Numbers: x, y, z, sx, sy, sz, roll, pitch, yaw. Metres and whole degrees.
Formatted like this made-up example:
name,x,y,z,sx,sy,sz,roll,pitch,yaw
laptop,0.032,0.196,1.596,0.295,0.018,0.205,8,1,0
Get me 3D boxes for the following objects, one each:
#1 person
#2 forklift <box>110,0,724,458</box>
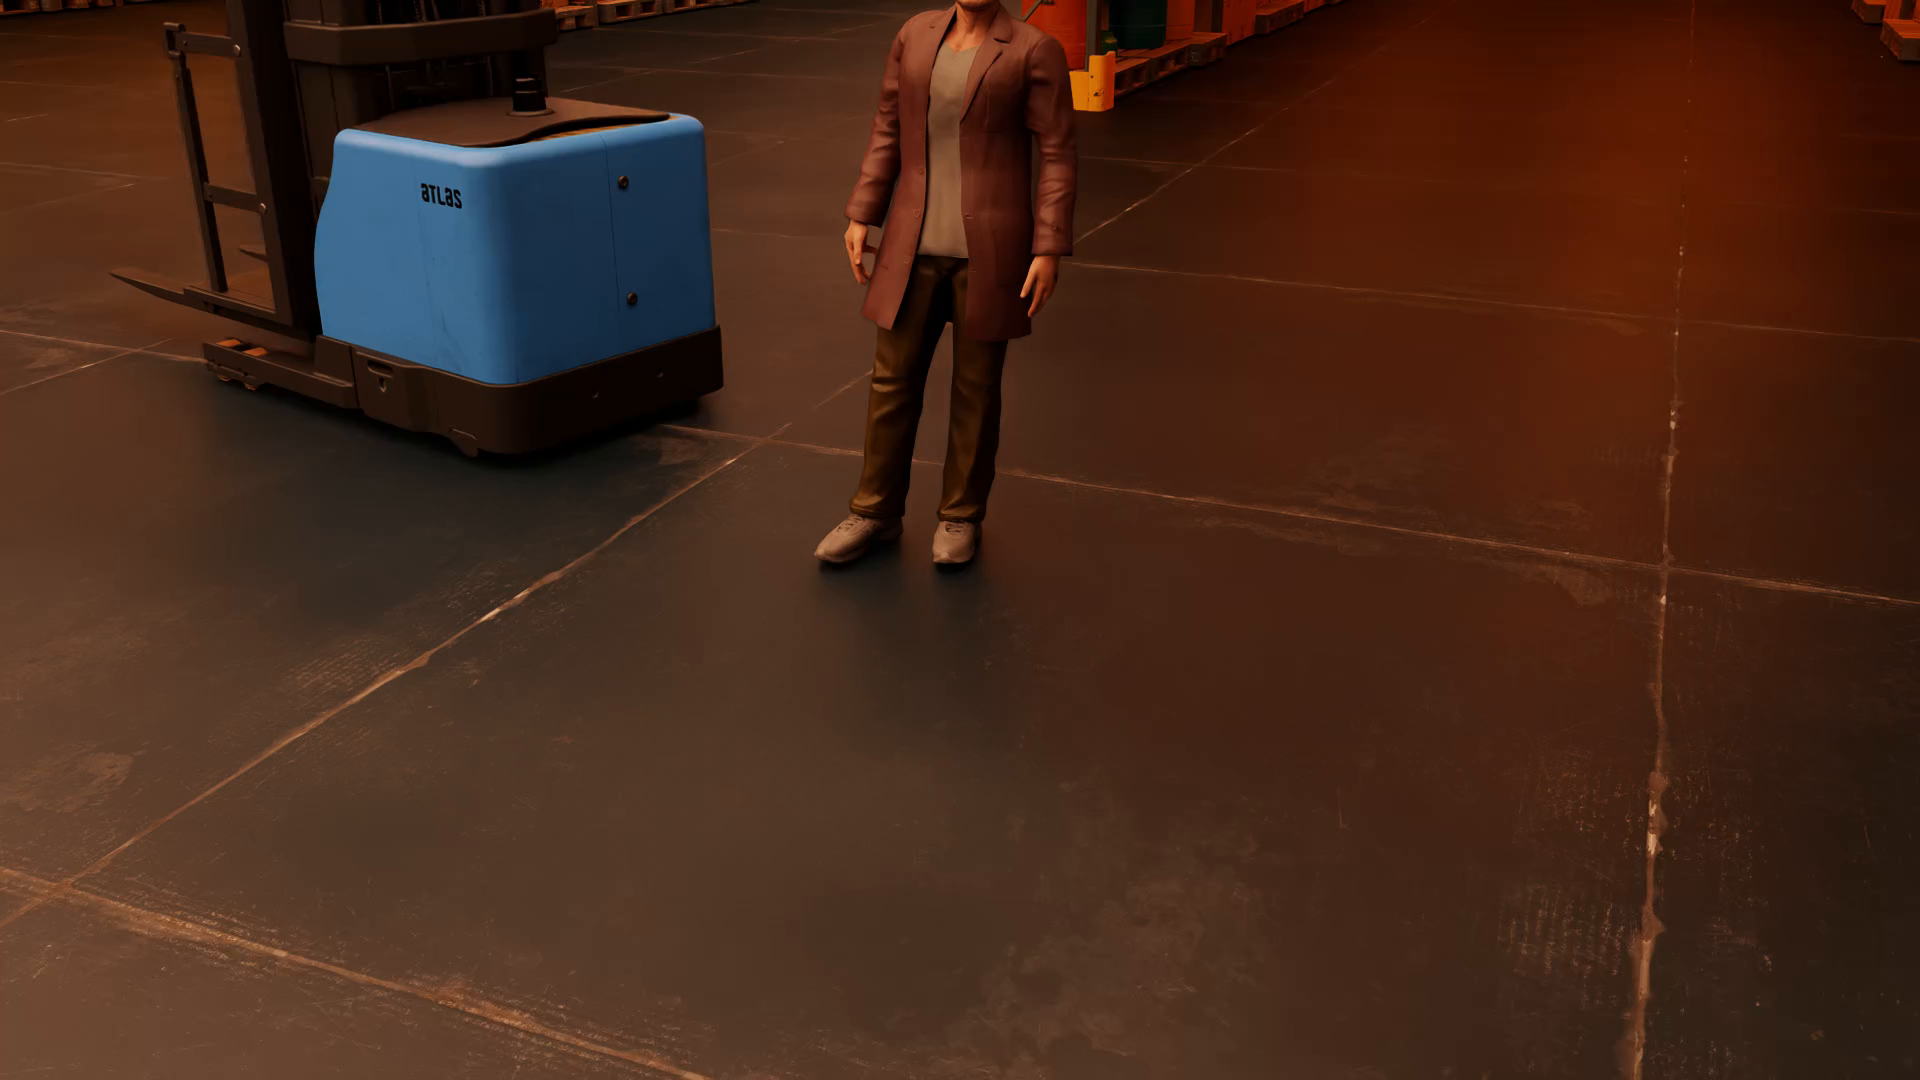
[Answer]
name,x,y,z,sx,sy,sz,roll,pitch,yaw
person,-0.039,-0.795,4.670,0.698,1.777,0.579,9,24,21
forklift,-2.368,-2.076,6.259,3.031,2.935,1.130,17,28,35
